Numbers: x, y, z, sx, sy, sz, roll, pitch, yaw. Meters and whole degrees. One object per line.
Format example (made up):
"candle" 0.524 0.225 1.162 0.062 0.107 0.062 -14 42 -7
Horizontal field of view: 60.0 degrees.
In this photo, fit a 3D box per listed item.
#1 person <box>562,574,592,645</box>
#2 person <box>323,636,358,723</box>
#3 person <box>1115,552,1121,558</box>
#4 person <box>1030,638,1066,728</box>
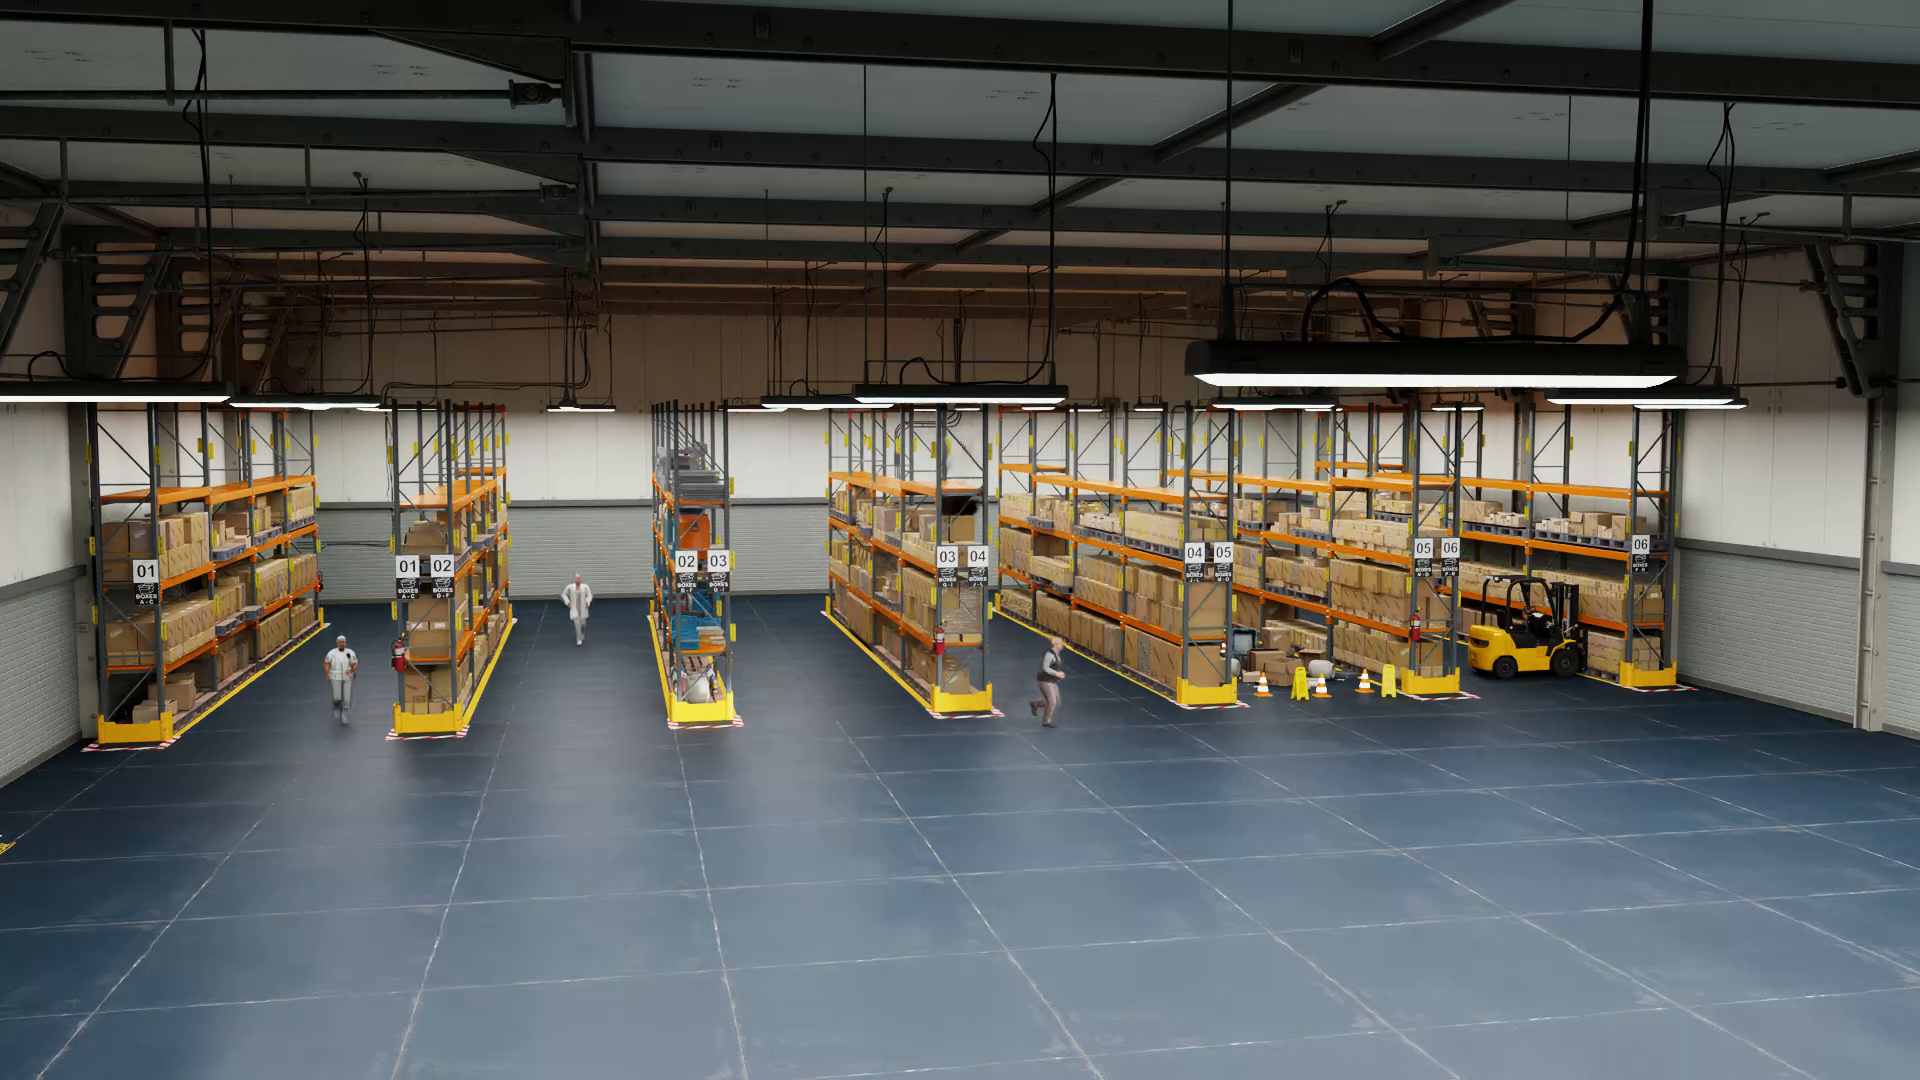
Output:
"person" -9.563 1.722 41.548 0.727 1.748 0.725 -1 5 -19
"person" -11.455 2.593 30.810 0.601 1.628 0.539 -2 5 -24
"person" 4.898 1.108 50.669 0.830 1.615 0.548 0 4 -1
"person" 1.611 2.609 30.420 0.746 1.668 0.646 2 5 25
